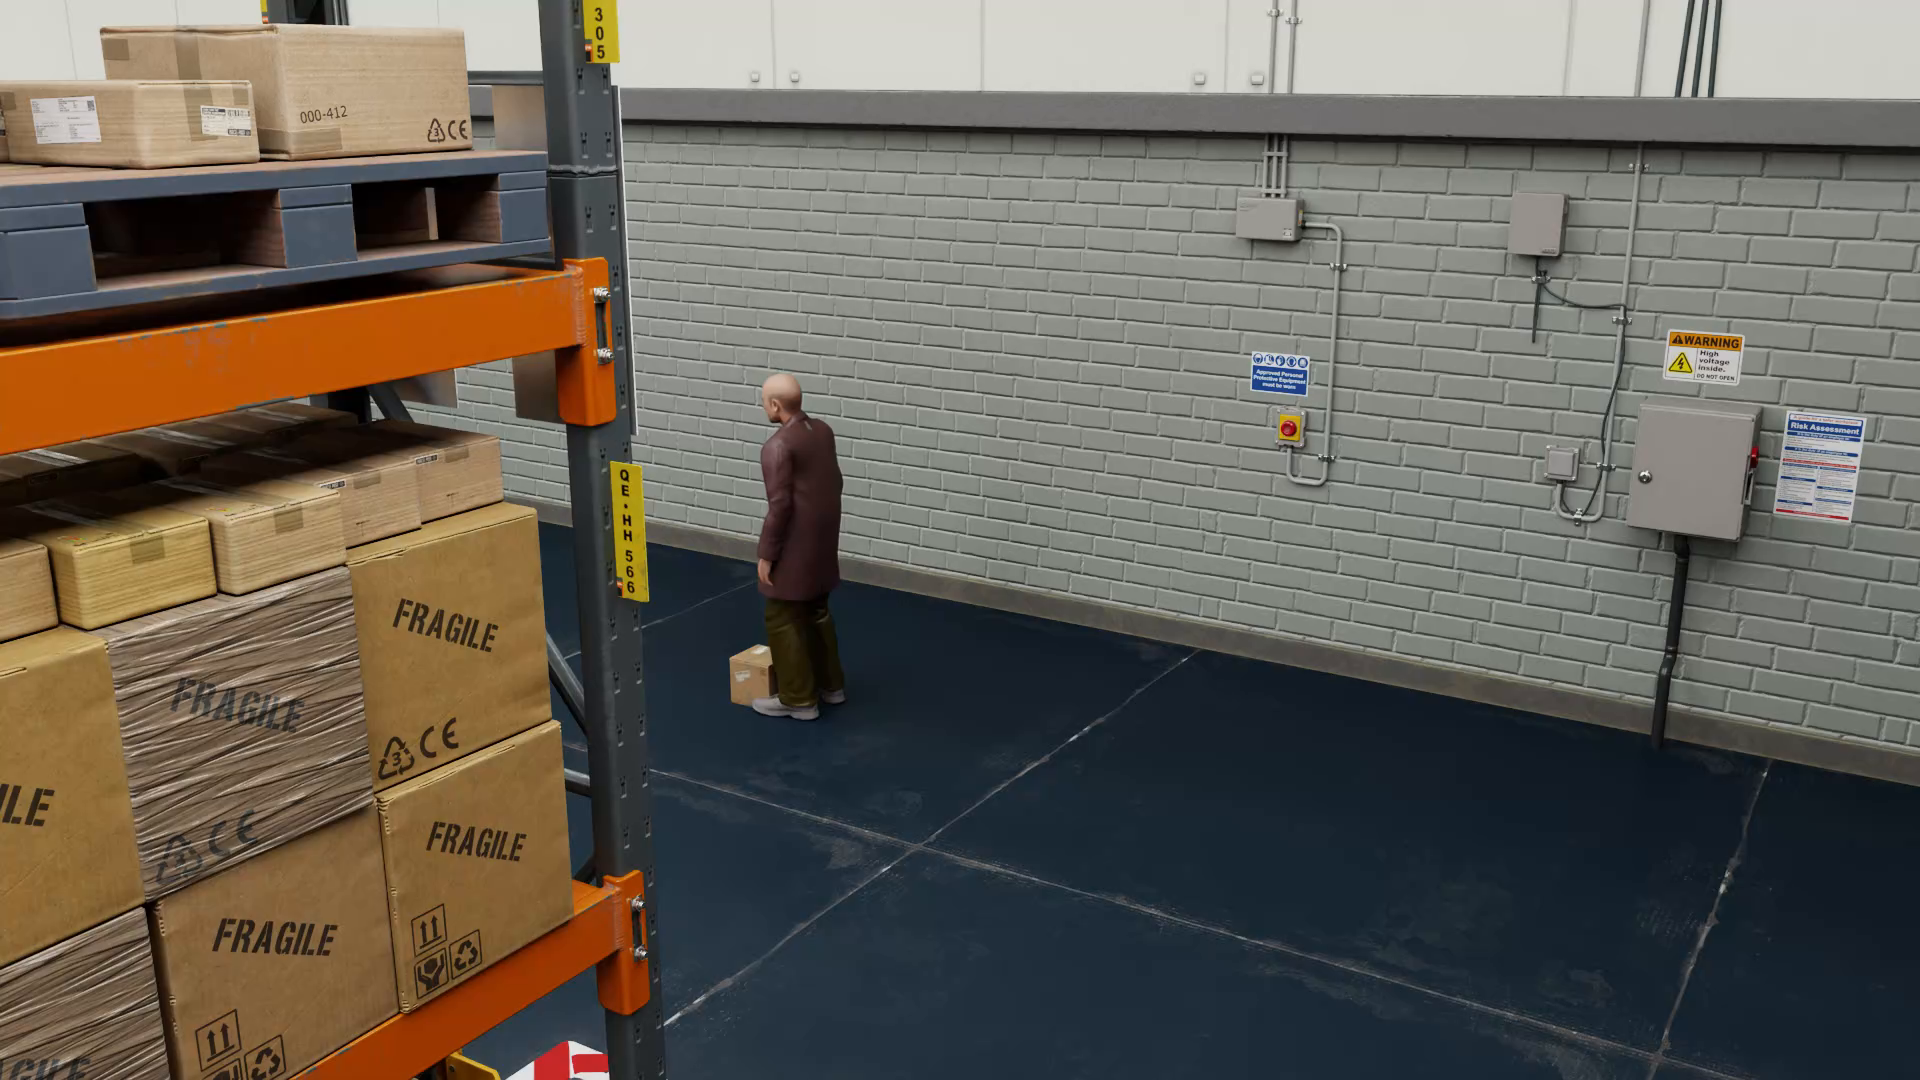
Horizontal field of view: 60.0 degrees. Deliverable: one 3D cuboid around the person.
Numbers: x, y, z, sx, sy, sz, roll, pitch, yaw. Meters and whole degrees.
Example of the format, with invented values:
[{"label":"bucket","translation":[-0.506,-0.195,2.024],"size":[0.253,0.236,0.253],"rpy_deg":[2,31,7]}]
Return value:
[{"label":"person","translation":[-0.828,0.030,8.456],"size":[0.429,1.772,0.645],"rpy_deg":[8,18,27]}]
